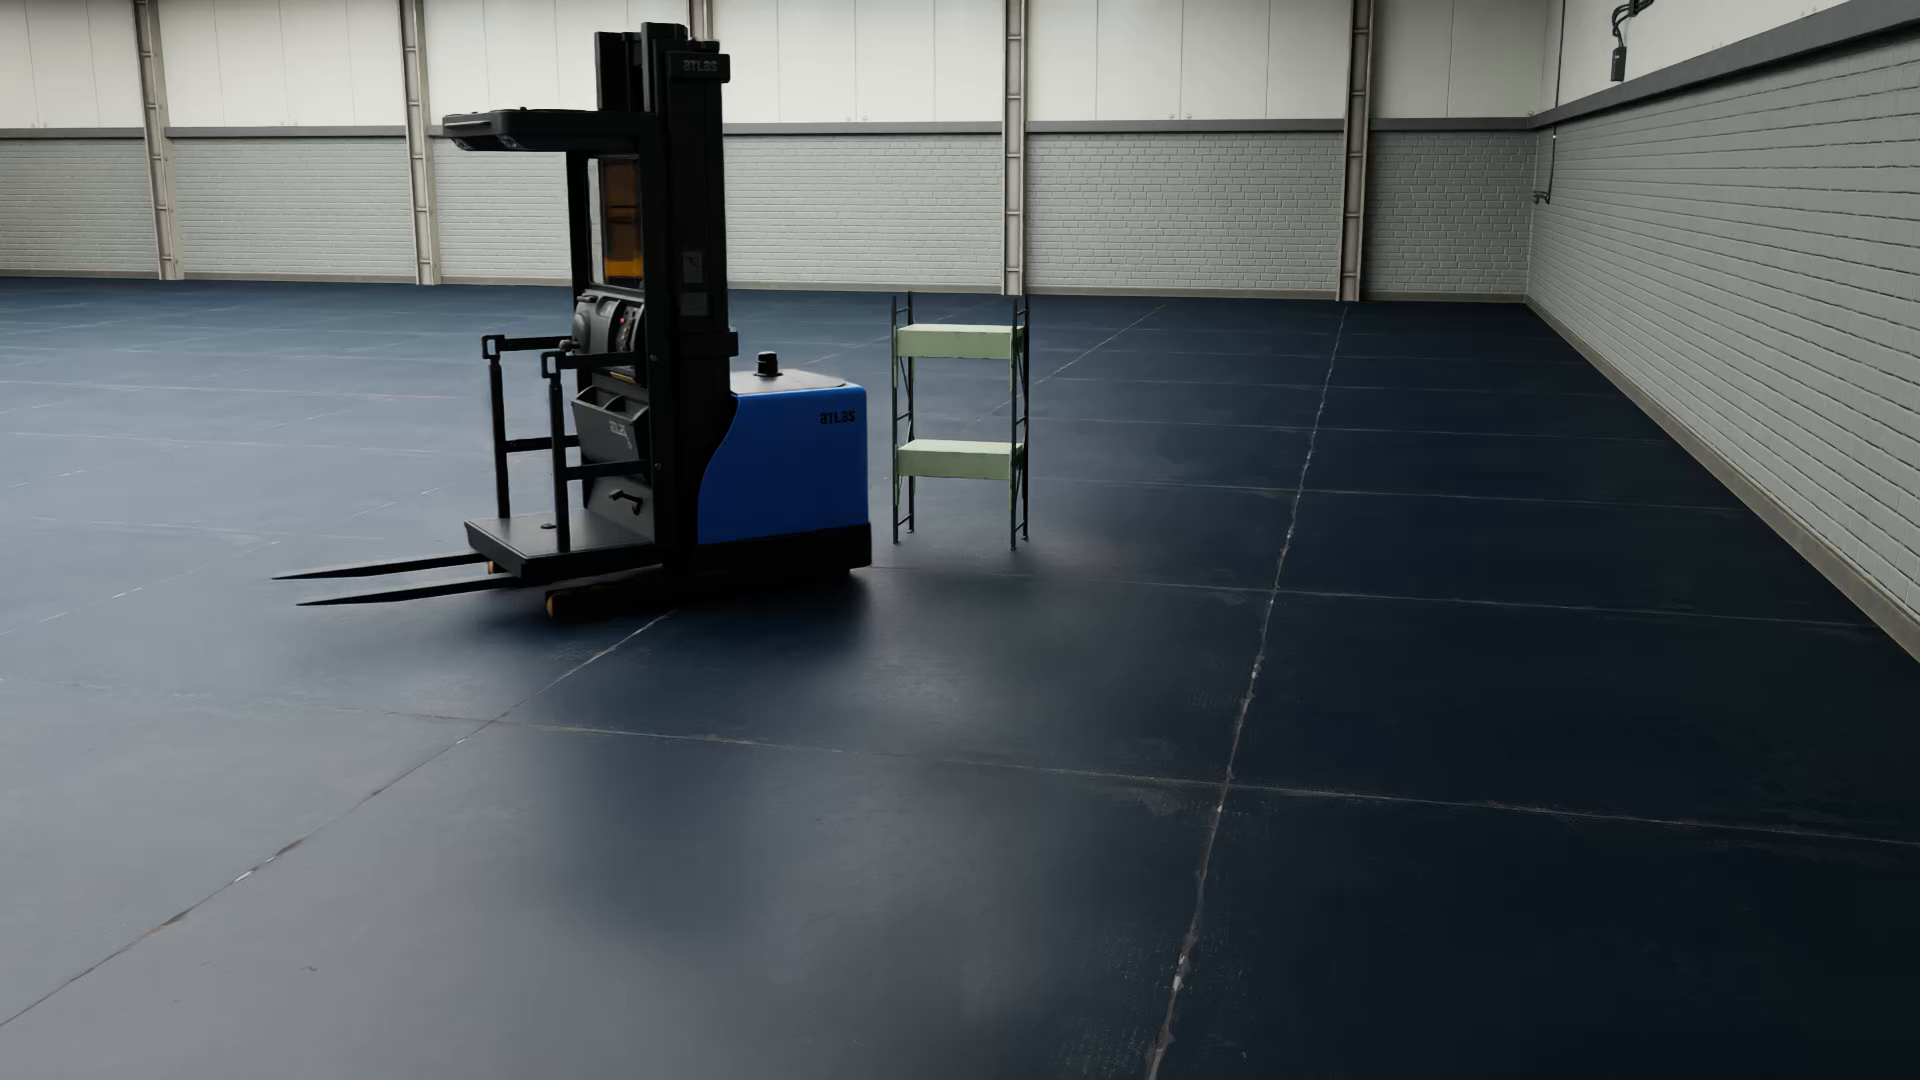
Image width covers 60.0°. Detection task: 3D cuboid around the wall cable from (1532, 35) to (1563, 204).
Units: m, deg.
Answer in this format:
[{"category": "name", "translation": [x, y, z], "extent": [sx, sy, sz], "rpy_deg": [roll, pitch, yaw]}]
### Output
[{"category": "wall cable", "translation": [9.353, -6.655, 26.624], "extent": [0.112, 2.526, 3.097], "rpy_deg": [3, 13, 14]}]

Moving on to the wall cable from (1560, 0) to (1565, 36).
[{"category": "wall cable", "translation": [8.704, -8.552, 23.513], "extent": [0.112, 2.526, 3.097], "rpy_deg": [3, 13, 14]}]

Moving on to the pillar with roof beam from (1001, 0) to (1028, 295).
[{"category": "pillar with roof beam", "translation": [-0.047, -8.008, 25.553], "extent": [0.400, 9.000, 9.100], "rpy_deg": [3, 13, 14]}]

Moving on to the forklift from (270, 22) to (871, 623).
[{"category": "forklift", "translation": [-2.018, -1.144, 8.623], "extent": [3.031, 2.935, 1.130], "rpy_deg": [-8, 15, -31]}]

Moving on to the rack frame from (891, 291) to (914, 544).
[{"category": "rack frame", "translation": [-0.349, -0.751, 10.155], "extent": [0.023, 1.500, 0.400], "rpy_deg": [3, 13, 14]}]

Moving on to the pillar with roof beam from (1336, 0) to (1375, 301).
[{"category": "pillar with roof beam", "translation": [5.778, -7.697, 24.149], "extent": [0.400, 9.000, 9.100], "rpy_deg": [3, 13, 14]}]

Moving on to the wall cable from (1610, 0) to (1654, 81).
[{"category": "wall cable", "translation": [7.063, -7.836, 16.925], "extent": [0.169, 6.003, 2.305], "rpy_deg": [3, 13, 14]}]

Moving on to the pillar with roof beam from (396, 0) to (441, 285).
[{"category": "pillar with roof beam", "translation": [-11.698, -8.631, 28.360], "extent": [0.400, 9.000, 9.100], "rpy_deg": [3, 13, 14]}]

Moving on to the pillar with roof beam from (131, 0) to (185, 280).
[{"category": "pillar with roof beam", "translation": [-17.523, -8.942, 29.763], "extent": [0.400, 9.000, 9.100], "rpy_deg": [3, 13, 14]}]

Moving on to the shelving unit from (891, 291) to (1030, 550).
[{"category": "shelving unit", "translation": [0.006, -0.732, 10.070], "extent": [0.755, 1.500, 0.431], "rpy_deg": [3, 13, 14]}]

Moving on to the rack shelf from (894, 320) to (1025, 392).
[{"category": "rack shelf", "translation": [0.006, -1.113, 9.985], "extent": [0.720, 0.370, 0.431], "rpy_deg": [3, 13, 14]}]

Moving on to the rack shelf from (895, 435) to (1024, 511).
[{"category": "rack shelf", "translation": [0.006, -0.414, 10.140], "extent": [0.720, 0.370, 0.431], "rpy_deg": [3, 13, 14]}]

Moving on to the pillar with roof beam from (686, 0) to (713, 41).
[{"category": "pillar with roof beam", "translation": [-5.873, -8.320, 26.956], "extent": [0.400, 9.000, 9.100], "rpy_deg": [3, 13, 14]}]

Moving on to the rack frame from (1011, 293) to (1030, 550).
[{"category": "rack frame", "translation": [0.362, -0.713, 9.984], "extent": [0.023, 1.500, 0.400], "rpy_deg": [3, 13, 14]}]
